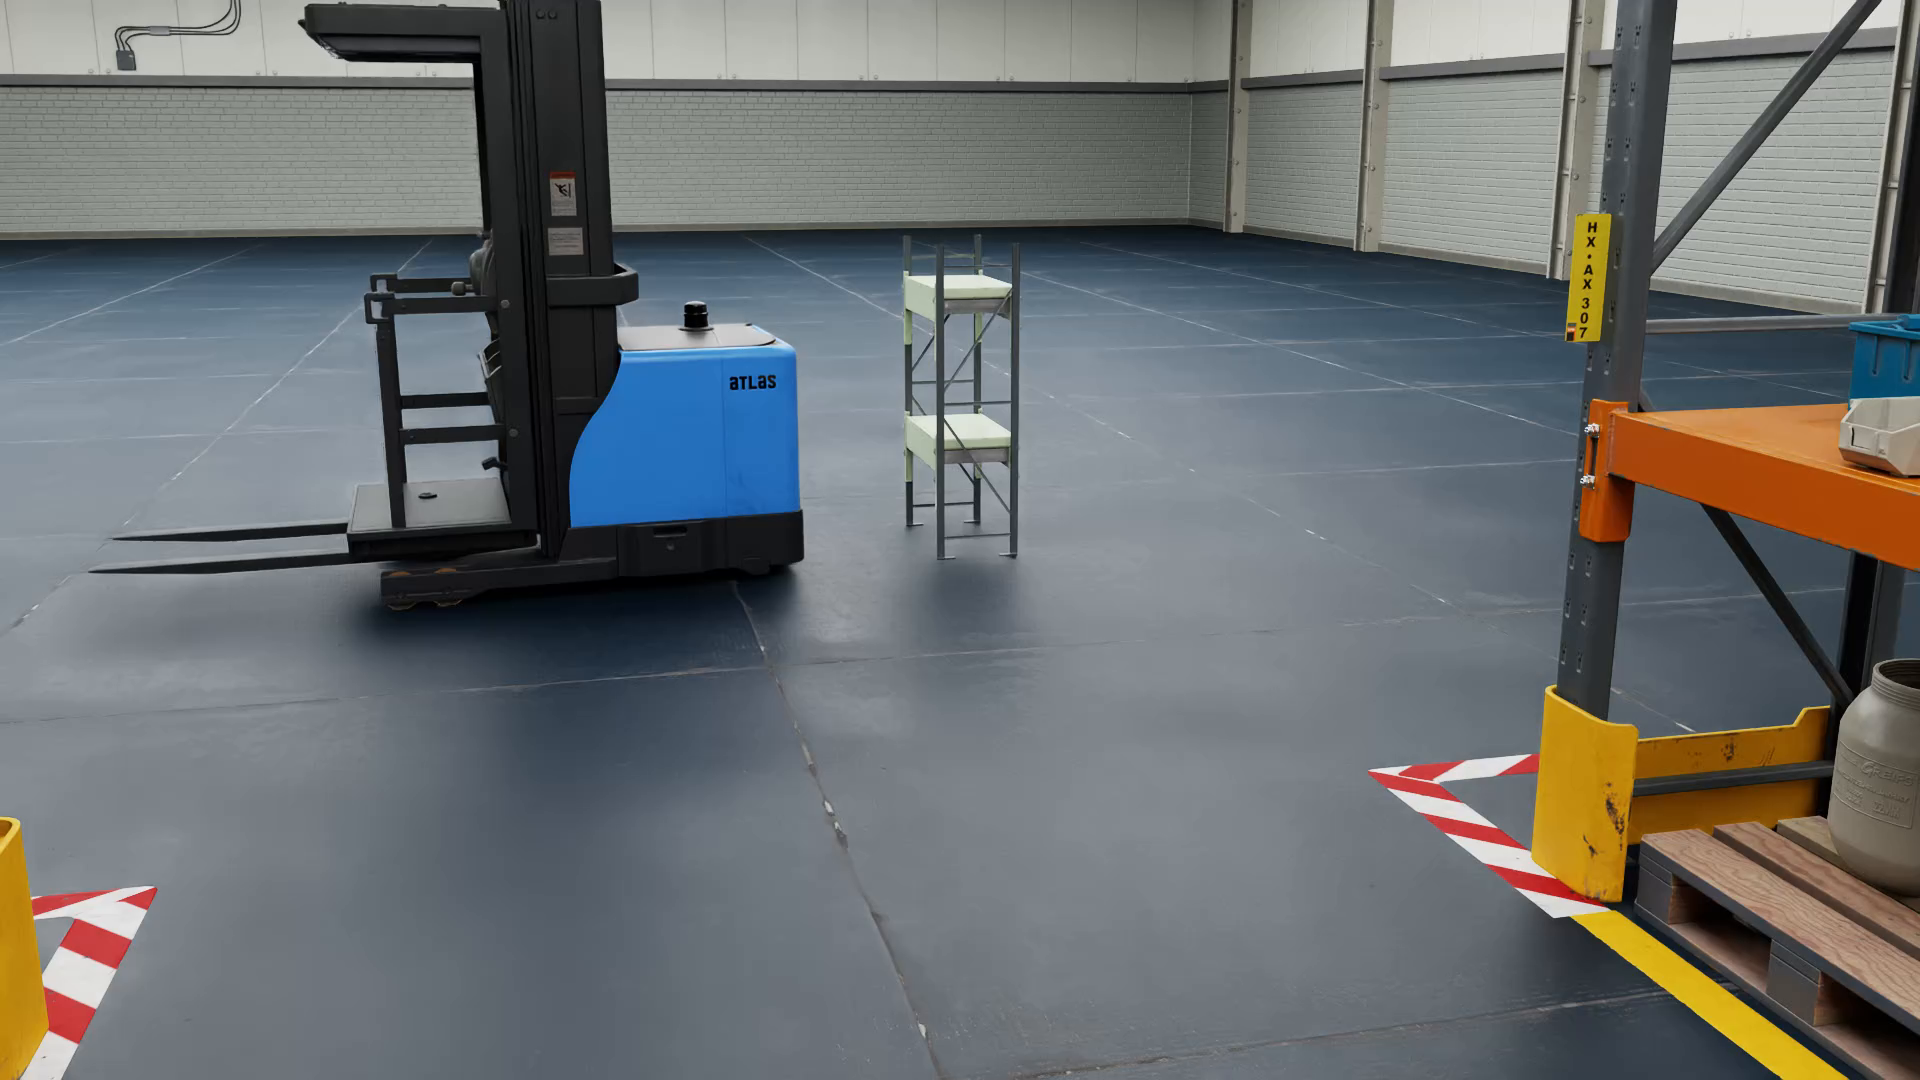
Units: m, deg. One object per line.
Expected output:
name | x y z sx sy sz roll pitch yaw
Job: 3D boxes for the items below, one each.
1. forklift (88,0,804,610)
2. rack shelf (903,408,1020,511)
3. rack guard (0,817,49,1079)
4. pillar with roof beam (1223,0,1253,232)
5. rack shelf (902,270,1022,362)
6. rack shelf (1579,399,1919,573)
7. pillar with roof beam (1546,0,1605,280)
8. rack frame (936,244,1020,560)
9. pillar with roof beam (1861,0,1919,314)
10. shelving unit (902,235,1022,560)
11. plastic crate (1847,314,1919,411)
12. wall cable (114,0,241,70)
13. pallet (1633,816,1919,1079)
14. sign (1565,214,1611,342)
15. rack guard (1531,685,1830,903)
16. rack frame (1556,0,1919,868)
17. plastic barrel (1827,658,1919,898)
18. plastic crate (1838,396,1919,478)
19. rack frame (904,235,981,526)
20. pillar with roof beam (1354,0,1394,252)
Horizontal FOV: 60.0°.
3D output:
forklift | -2.305 -1.260 7.409 3.031 2.935 1.130 -4 14 -17
rack shelf | -0.002 -0.413 8.333 0.431 0.370 0.720 -3 14 -13
rack guard | -2.642 0.938 3.535 1.175 0.500 0.348 -3 14 -13
pillar with roof beam | 1.559 -10.604 32.870 9.100 9.000 0.400 -3 14 -13
rack shelf | -0.002 -1.109 8.163 0.431 0.370 0.720 -3 14 -13
rack shelf | 2.624 0.241 2.636 1.077 0.370 4.000 -3 14 -13
pillar with roof beam | 4.378 -7.836 21.539 9.100 9.000 0.400 -3 14 -13
rack frame | 0.084 -0.646 7.910 0.400 1.500 0.023 -3 14 -13
pillar with roof beam | 5.787 -6.452 15.873 9.100 9.000 0.400 -3 14 -13
shelving unit | -0.002 -0.730 8.255 0.431 1.500 0.755 -3 14 -13
plastic crate | 2.563 -0.399 4.053 0.499 0.251 0.616 -3 14 -13
wall cable | -15.050 -12.019 31.496 2.305 6.003 0.169 -3 14 -13
pallet | 2.404 0.987 3.941 1.003 0.211 1.213 -3 14 -13
sign | 1.619 -0.675 4.285 0.100 0.325 0.005 -3 14 -13
rack guard | 2.218 0.659 4.675 1.175 0.500 0.348 -3 14 -13
rack frame | 2.154 -0.570 4.440 1.000 3.000 0.127 -3 14 -13
plastic barrel | 2.383 0.582 4.081 0.421 0.512 0.421 0 14 0
plastic crate | 2.052 -0.217 3.552 0.298 0.136 0.250 -3 14 -13
rack frame | -0.088 -0.815 8.601 0.400 1.500 0.023 -3 14 -13
pillar with roof beam | 2.968 -9.220 27.204 9.100 9.000 0.400 -3 14 -13
